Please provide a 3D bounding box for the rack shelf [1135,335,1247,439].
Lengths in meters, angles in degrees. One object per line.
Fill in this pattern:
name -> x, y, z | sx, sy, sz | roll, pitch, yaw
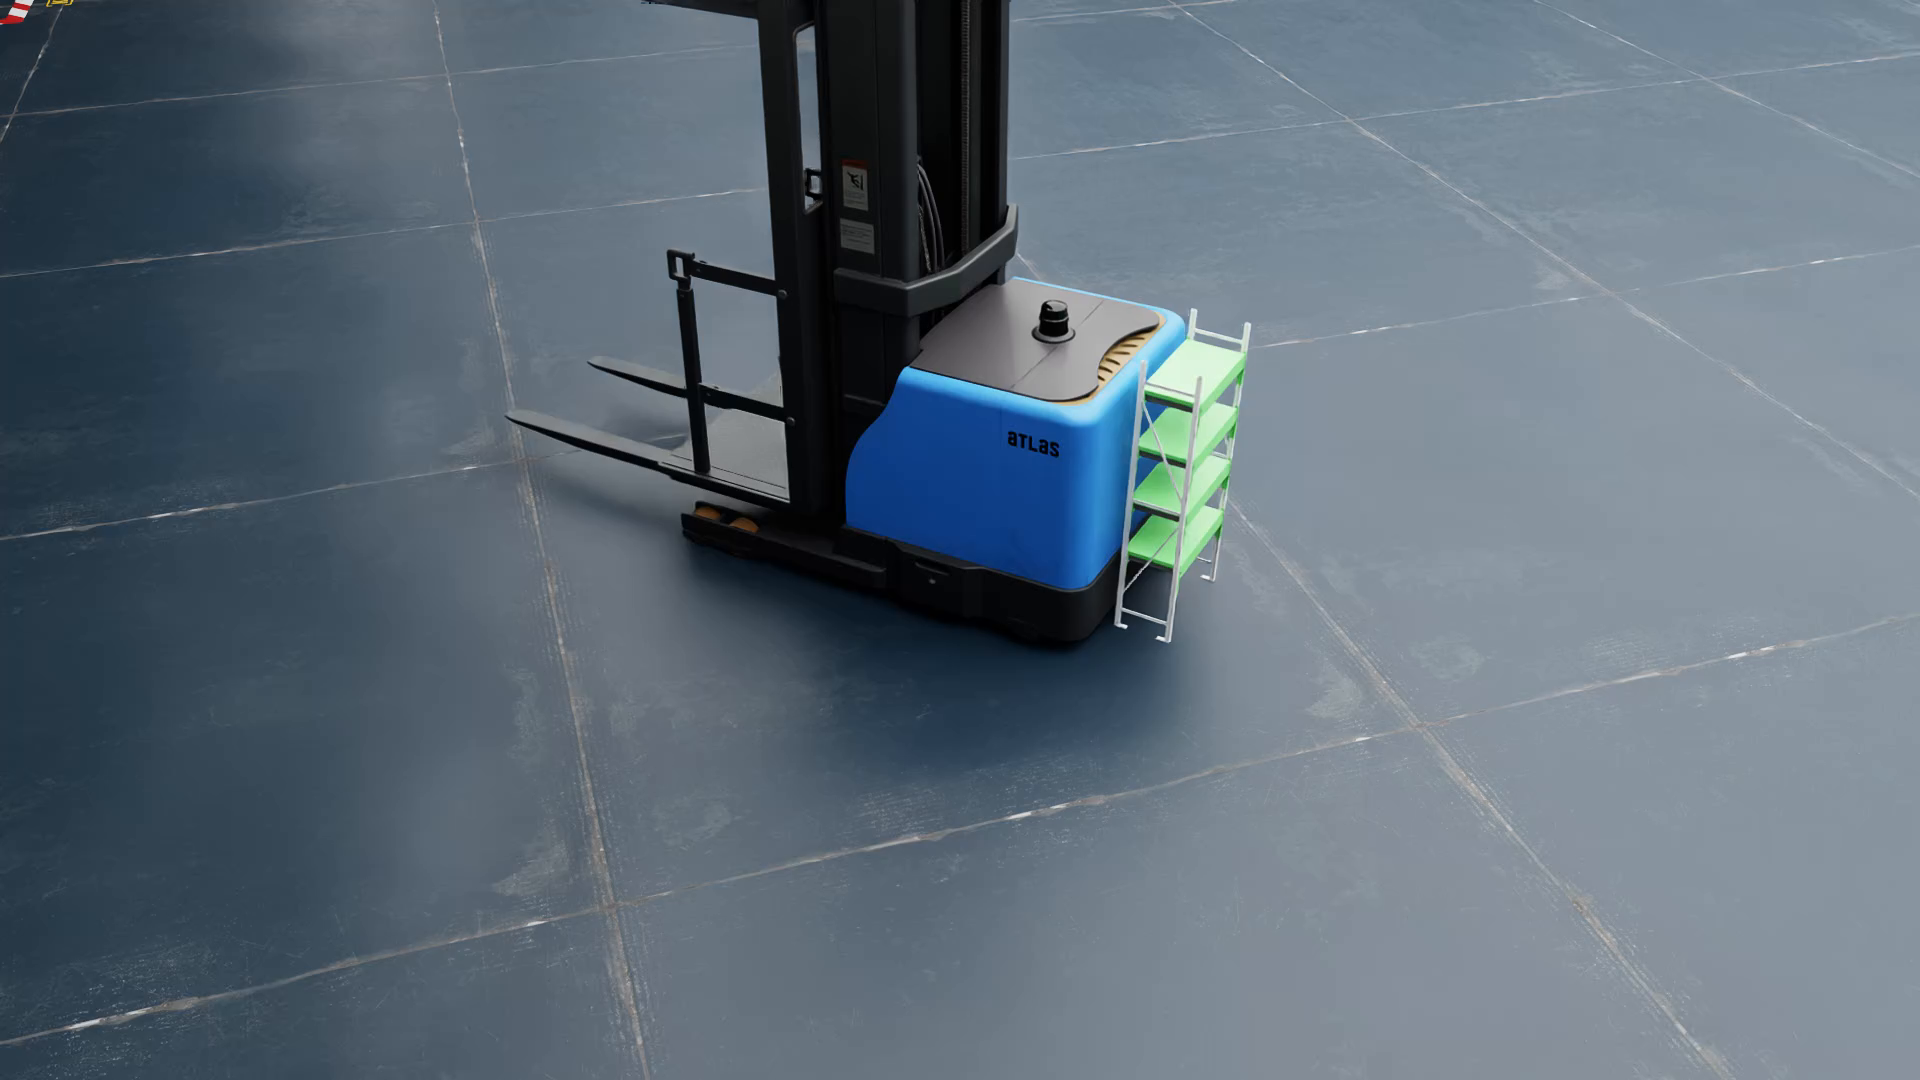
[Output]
rack shelf -> 0.875, -0.583, 6.282 | 0.258, 0.148, 0.480 | 18, 38, 22

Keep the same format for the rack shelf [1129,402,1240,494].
rack shelf -> 0.869, -0.385, 6.417 | 0.258, 0.148, 0.480 | 18, 38, 22

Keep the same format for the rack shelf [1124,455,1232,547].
rack shelf -> 0.862, -0.187, 6.553 | 0.258, 0.148, 0.480 | 18, 38, 22

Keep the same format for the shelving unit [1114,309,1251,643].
shelving unit -> 0.864, -0.240, 6.516 | 0.258, 1.200, 0.503 | 18, 38, 22

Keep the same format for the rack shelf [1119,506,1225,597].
rack shelf -> 0.855, 0.011, 6.688 | 0.258, 0.148, 0.480 | 18, 38, 22

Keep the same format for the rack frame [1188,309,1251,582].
rack frame -> 0.980, -0.358, 6.696 | 0.240, 1.200, 0.015 | 18, 38, 22

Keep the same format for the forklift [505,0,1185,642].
forklift -> -0.625, -1.389, 6.694 | 3.031, 2.935, 1.130 | 16, 37, 23

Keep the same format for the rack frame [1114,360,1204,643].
rack frame -> 0.748, -0.121, 6.337 | 0.240, 1.200, 0.015 | 18, 38, 22
